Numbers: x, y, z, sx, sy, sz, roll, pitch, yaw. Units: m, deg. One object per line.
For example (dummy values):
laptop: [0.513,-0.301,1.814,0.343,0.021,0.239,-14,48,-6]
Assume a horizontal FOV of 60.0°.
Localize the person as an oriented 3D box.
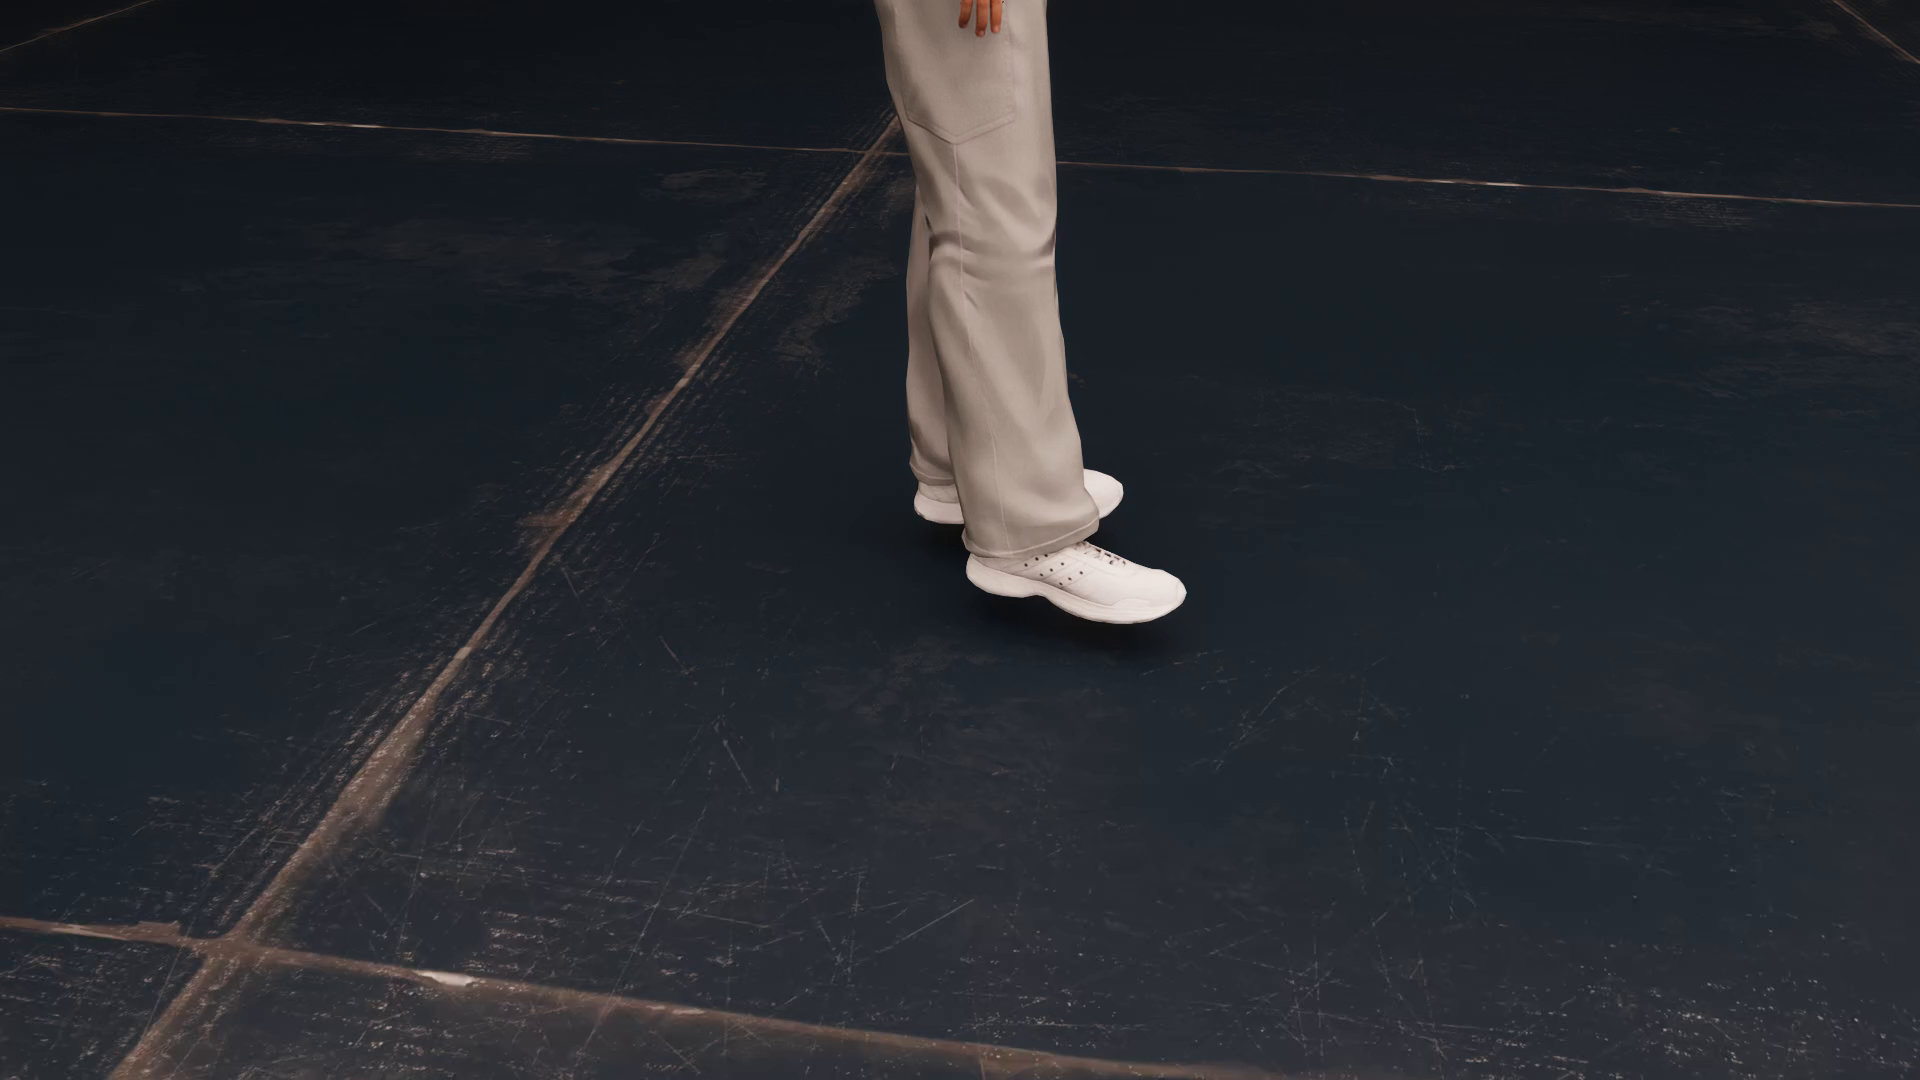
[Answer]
person: [0.070,-0.762,2.047,0.547,1.673,0.549,5,29,9]
